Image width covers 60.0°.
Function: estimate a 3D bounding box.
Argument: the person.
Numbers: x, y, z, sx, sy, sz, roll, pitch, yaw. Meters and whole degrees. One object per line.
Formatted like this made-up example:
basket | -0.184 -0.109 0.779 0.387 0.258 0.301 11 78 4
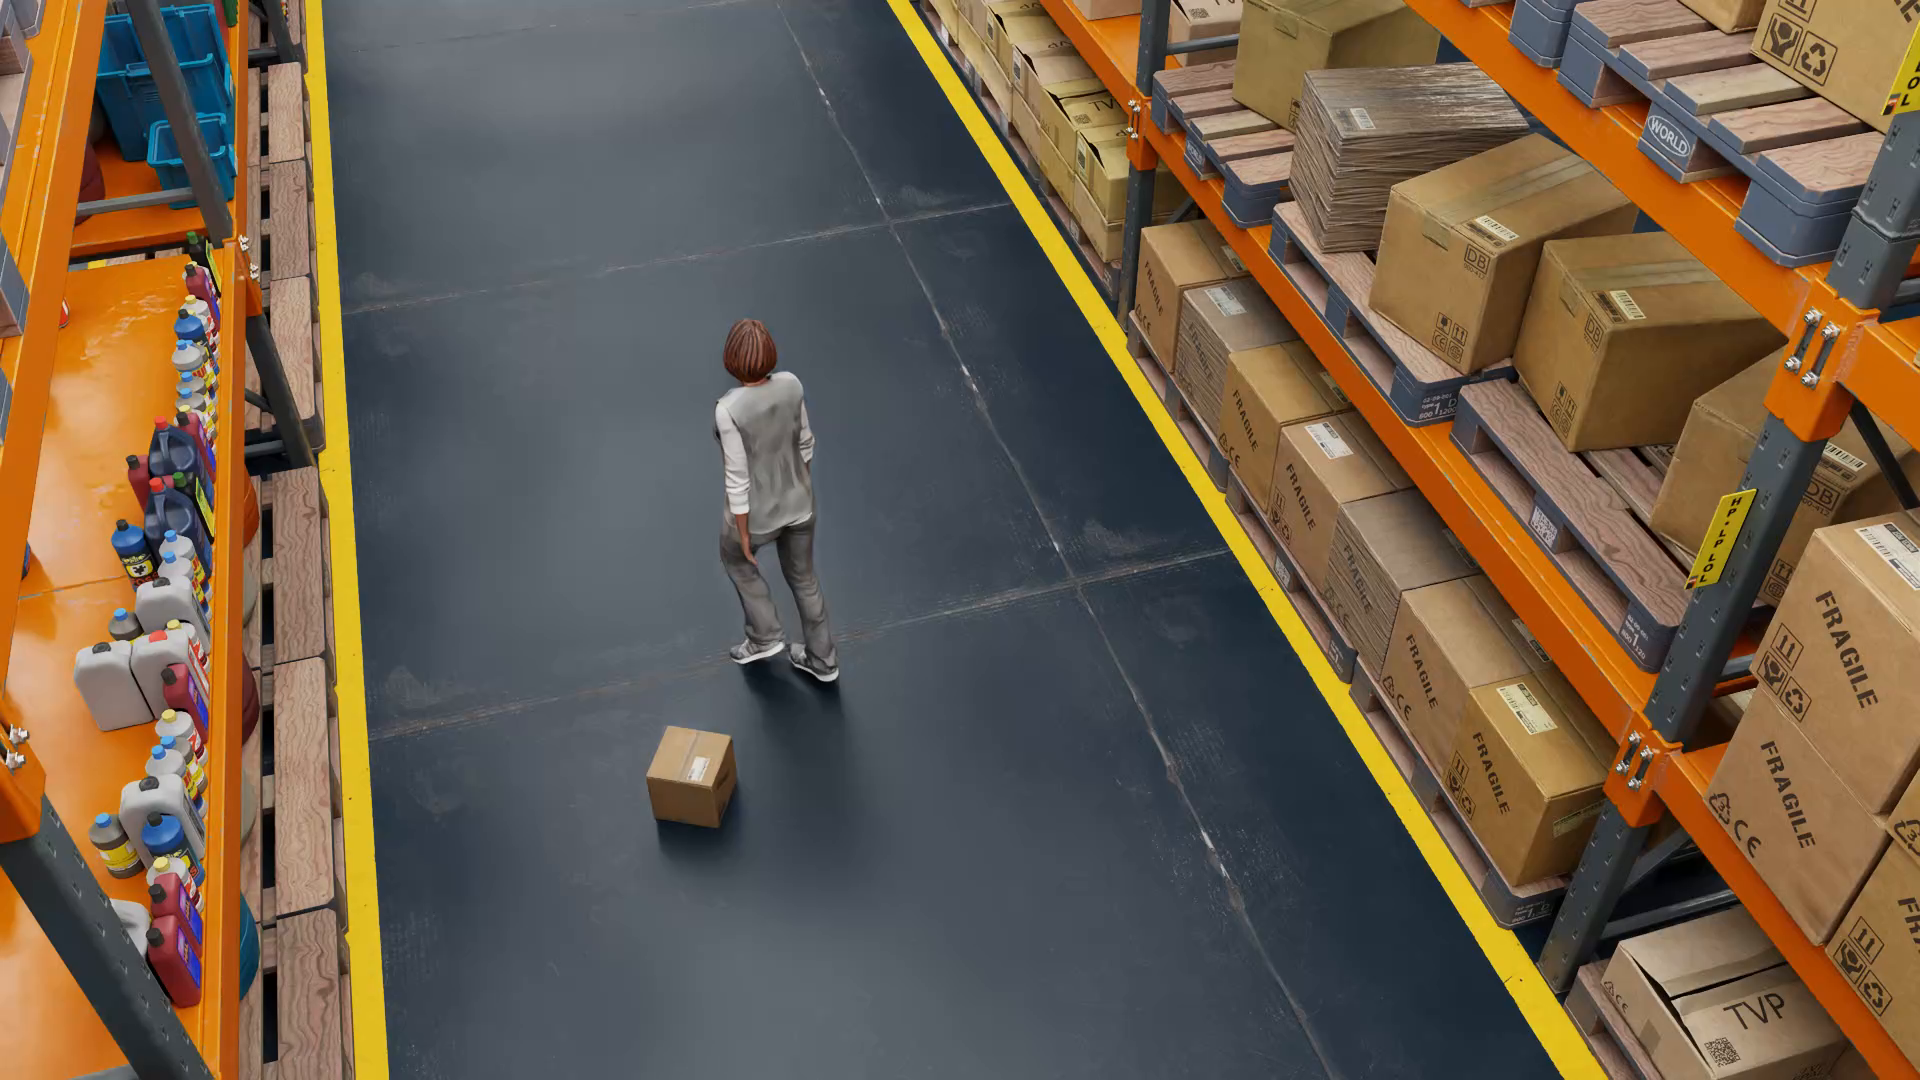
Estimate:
person | -0.675 -0.082 6.272 0.424 1.628 0.492 -27 49 -26
